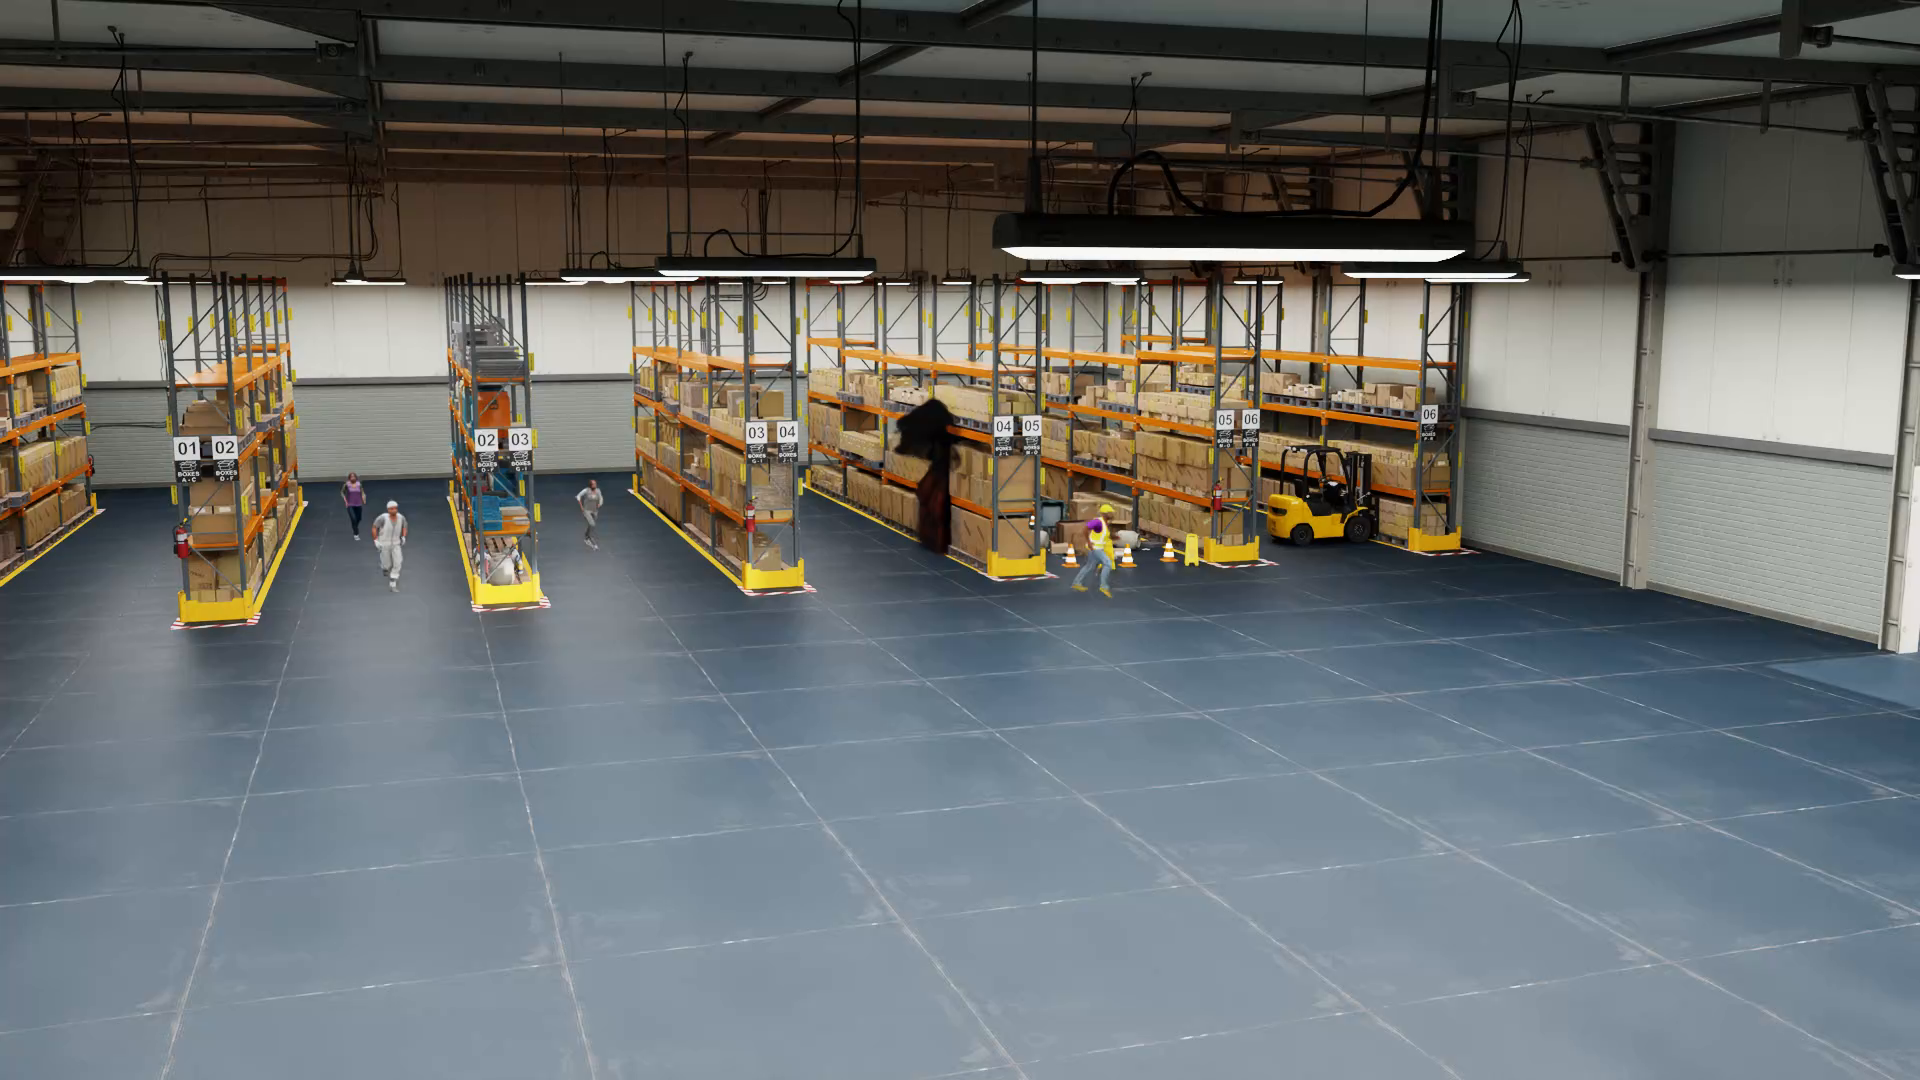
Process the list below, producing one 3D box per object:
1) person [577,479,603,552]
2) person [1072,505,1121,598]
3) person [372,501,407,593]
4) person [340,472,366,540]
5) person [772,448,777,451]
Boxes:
[{"bbox_3d":[-8.161,-0.577,36.693,0.549,1.602,0.801,-6,10,-34],"label":"person"},{"bbox_3d":[2.529,0.200,31.181,0.900,1.759,0.714,3,9,21],"label":"person"},{"bbox_3d":[-10.881,0.108,31.755,0.673,1.759,0.851,-6,10,-33],"label":"person"},{"bbox_3d":[-13.977,-0.792,38.295,0.525,1.547,0.677,-5,10,-30],"label":"person"},{"bbox_3d":[-5.545,-2.263,47.688,0.624,1.624,0.748,-1,9,-7],"label":"person"}]
